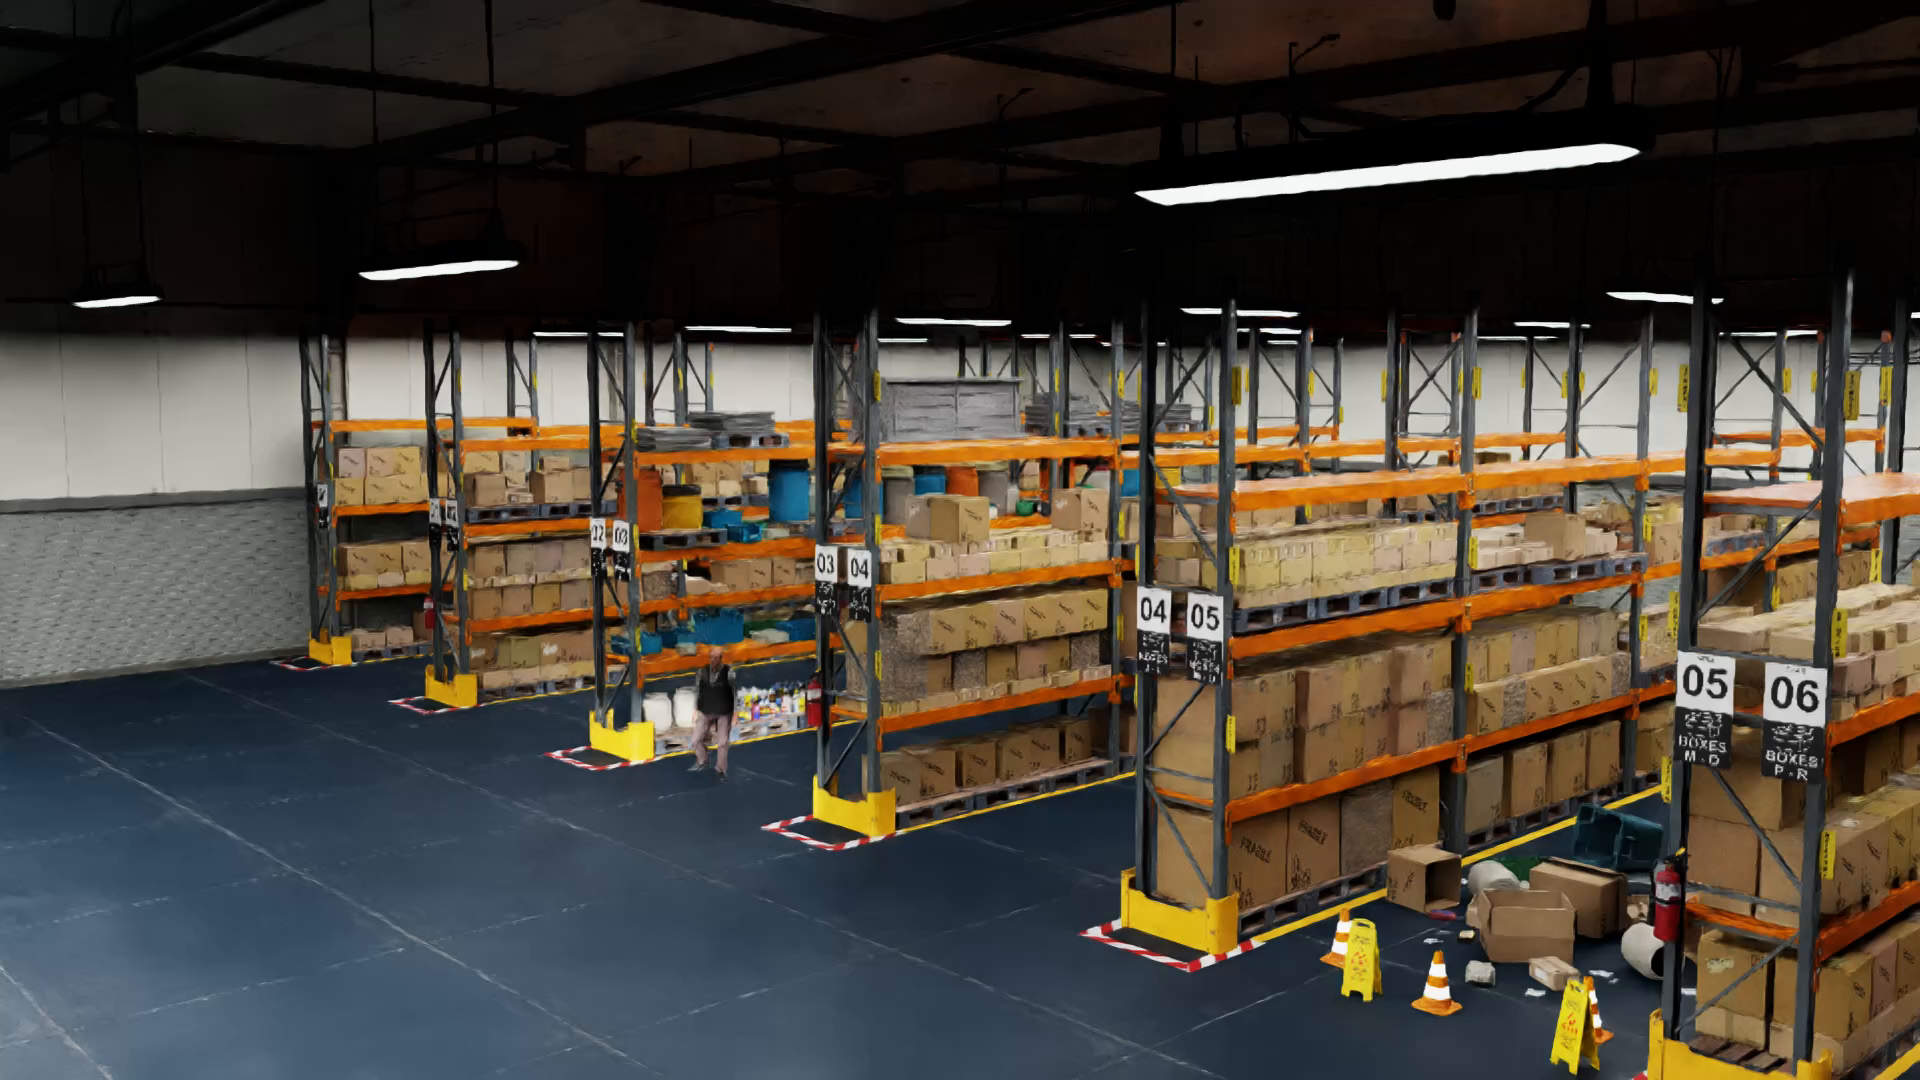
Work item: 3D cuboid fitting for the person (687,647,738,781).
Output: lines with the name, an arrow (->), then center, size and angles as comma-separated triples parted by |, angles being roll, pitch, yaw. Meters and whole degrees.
person -> -3.164, 2.183, 21.094 | 0.711, 1.712, 0.515 | 1, 6, 7

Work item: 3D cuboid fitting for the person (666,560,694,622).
person -> -5.348, 1.150, 31.814 | 0.982, 1.605, 0.493 | -6, 8, -44
